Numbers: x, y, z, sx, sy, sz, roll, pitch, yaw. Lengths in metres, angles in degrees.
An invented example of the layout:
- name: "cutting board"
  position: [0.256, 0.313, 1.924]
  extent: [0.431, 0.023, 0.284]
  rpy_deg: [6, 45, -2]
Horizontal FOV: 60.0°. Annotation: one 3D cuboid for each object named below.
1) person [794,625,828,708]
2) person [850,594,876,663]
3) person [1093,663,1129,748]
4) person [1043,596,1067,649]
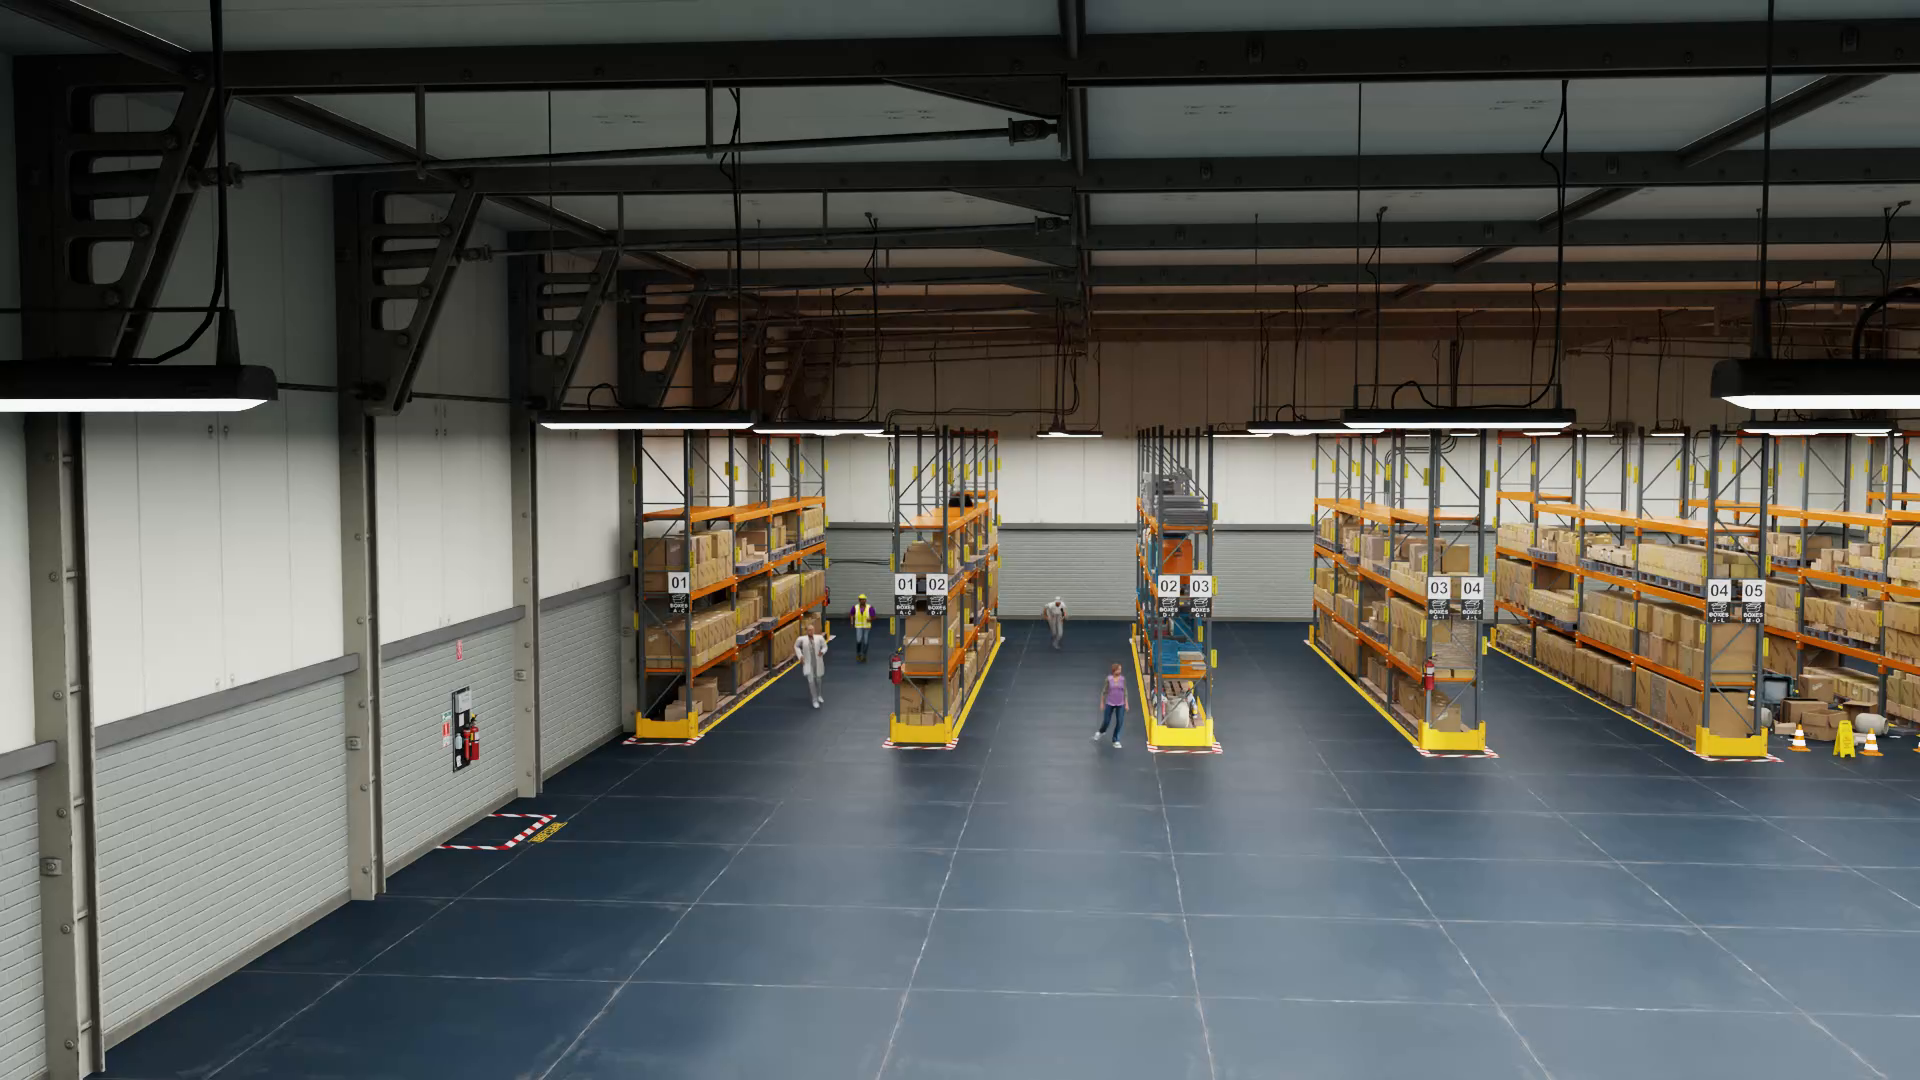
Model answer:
- name: "person"
  position: [-3.194, 2.679, 35.713]
  extent: [0.719, 1.754, 0.942]
  rpy_deg: [-1, 3, -11]
- name: "person"
  position: [-2.502, 2.272, 42.774]
  extent: [0.689, 1.754, 0.683]
  rpy_deg: [0, 3, -1]
- name: "person"
  position: [2.809, 3.063, 30.991]
  extent: [0.602, 1.573, 0.536]
  rpy_deg: [0, 3, -5]
- name: "person"
  position: [2.604, 2.258, 45.586]
  extent: [0.625, 1.489, 0.843]
  rpy_deg: [0, 3, -7]
